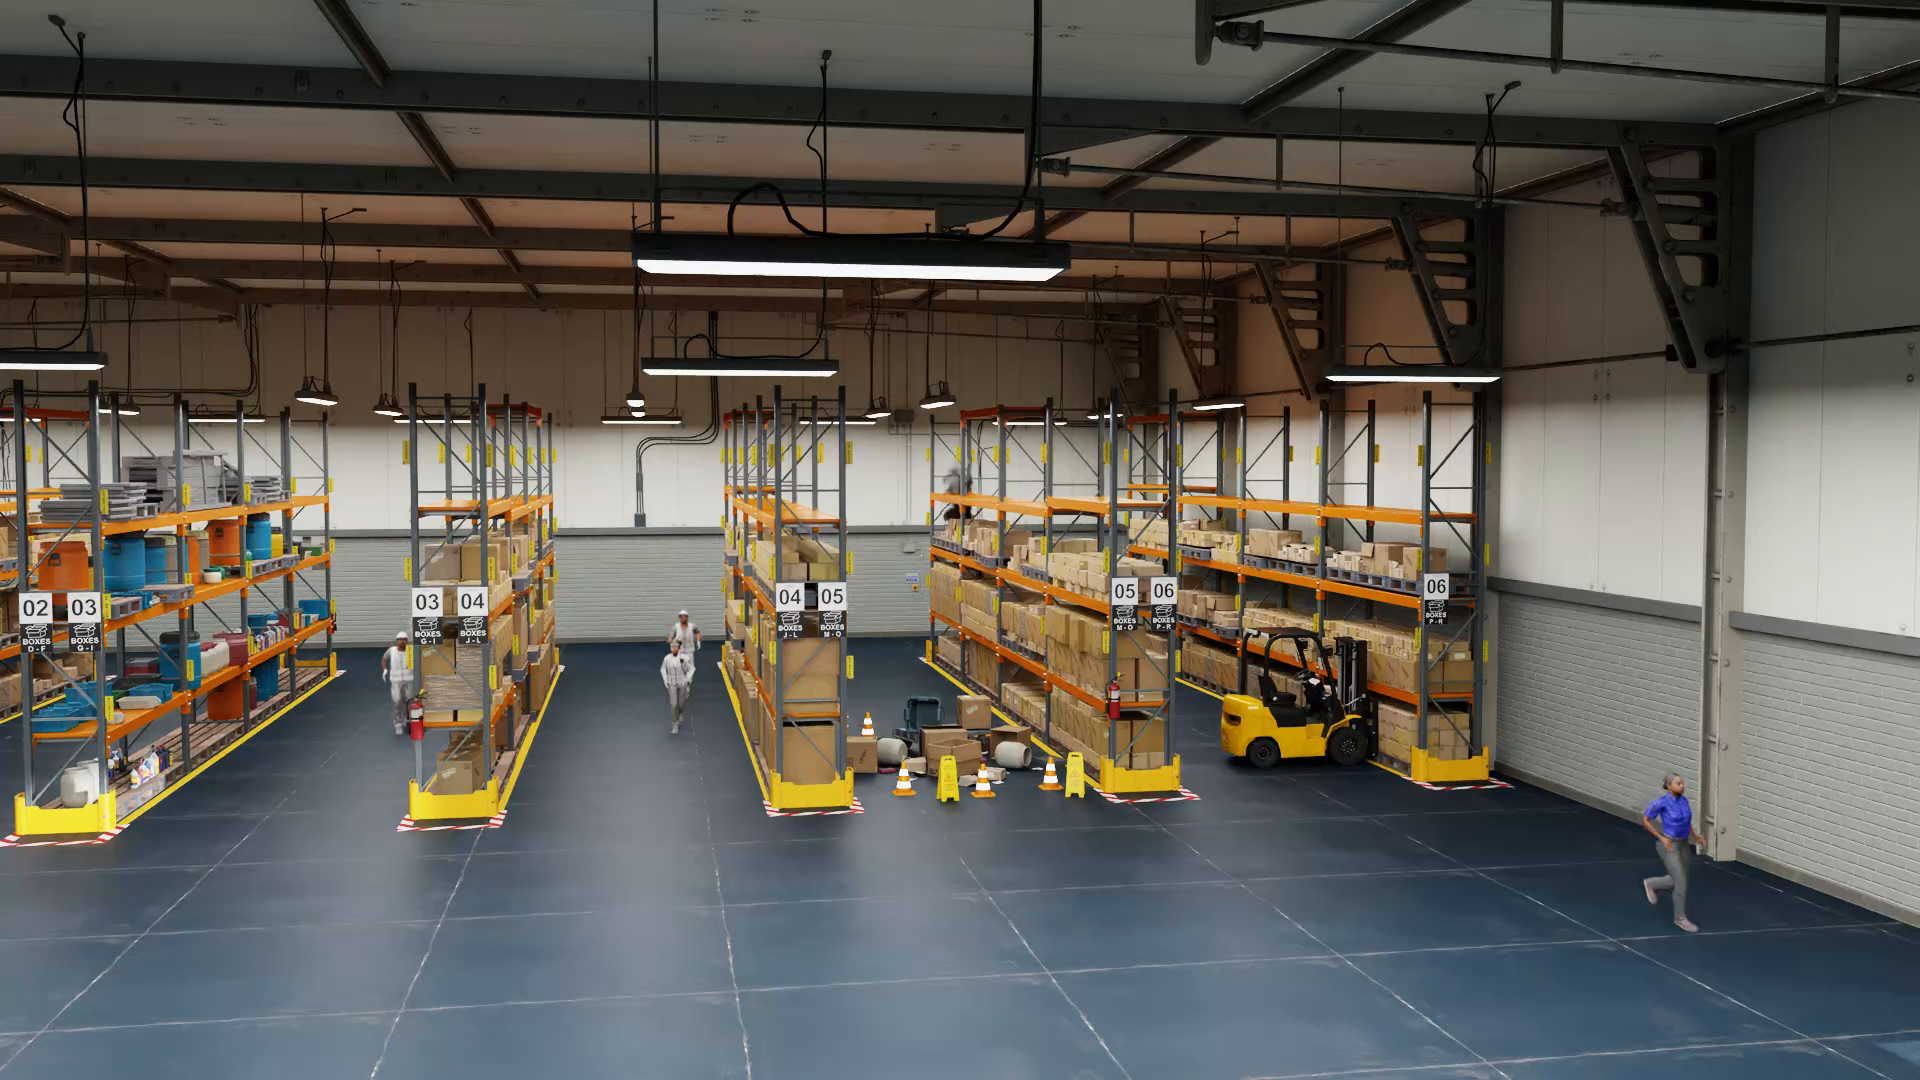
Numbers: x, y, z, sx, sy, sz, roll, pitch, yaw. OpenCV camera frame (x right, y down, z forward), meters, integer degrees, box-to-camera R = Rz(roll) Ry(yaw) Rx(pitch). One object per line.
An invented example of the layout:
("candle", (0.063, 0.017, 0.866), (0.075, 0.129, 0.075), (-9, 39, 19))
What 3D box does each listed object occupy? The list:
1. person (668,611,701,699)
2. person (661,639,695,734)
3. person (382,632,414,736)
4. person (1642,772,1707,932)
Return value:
("person", (-5.725, 2.354, 34.598), (0.669, 1.791, 0.993), (-1, 3, -10))
("person", (-5.129, 2.642, 30.265), (0.628, 1.717, 0.686), (0, 3, -4))
("person", (-10.083, 2.567, 30.072), (0.671, 1.819, 0.897), (-1, 3, -22))
("person", (7.588, 3.306, 17.789), (0.577, 1.630, 0.760), (-1, 3, -27))
